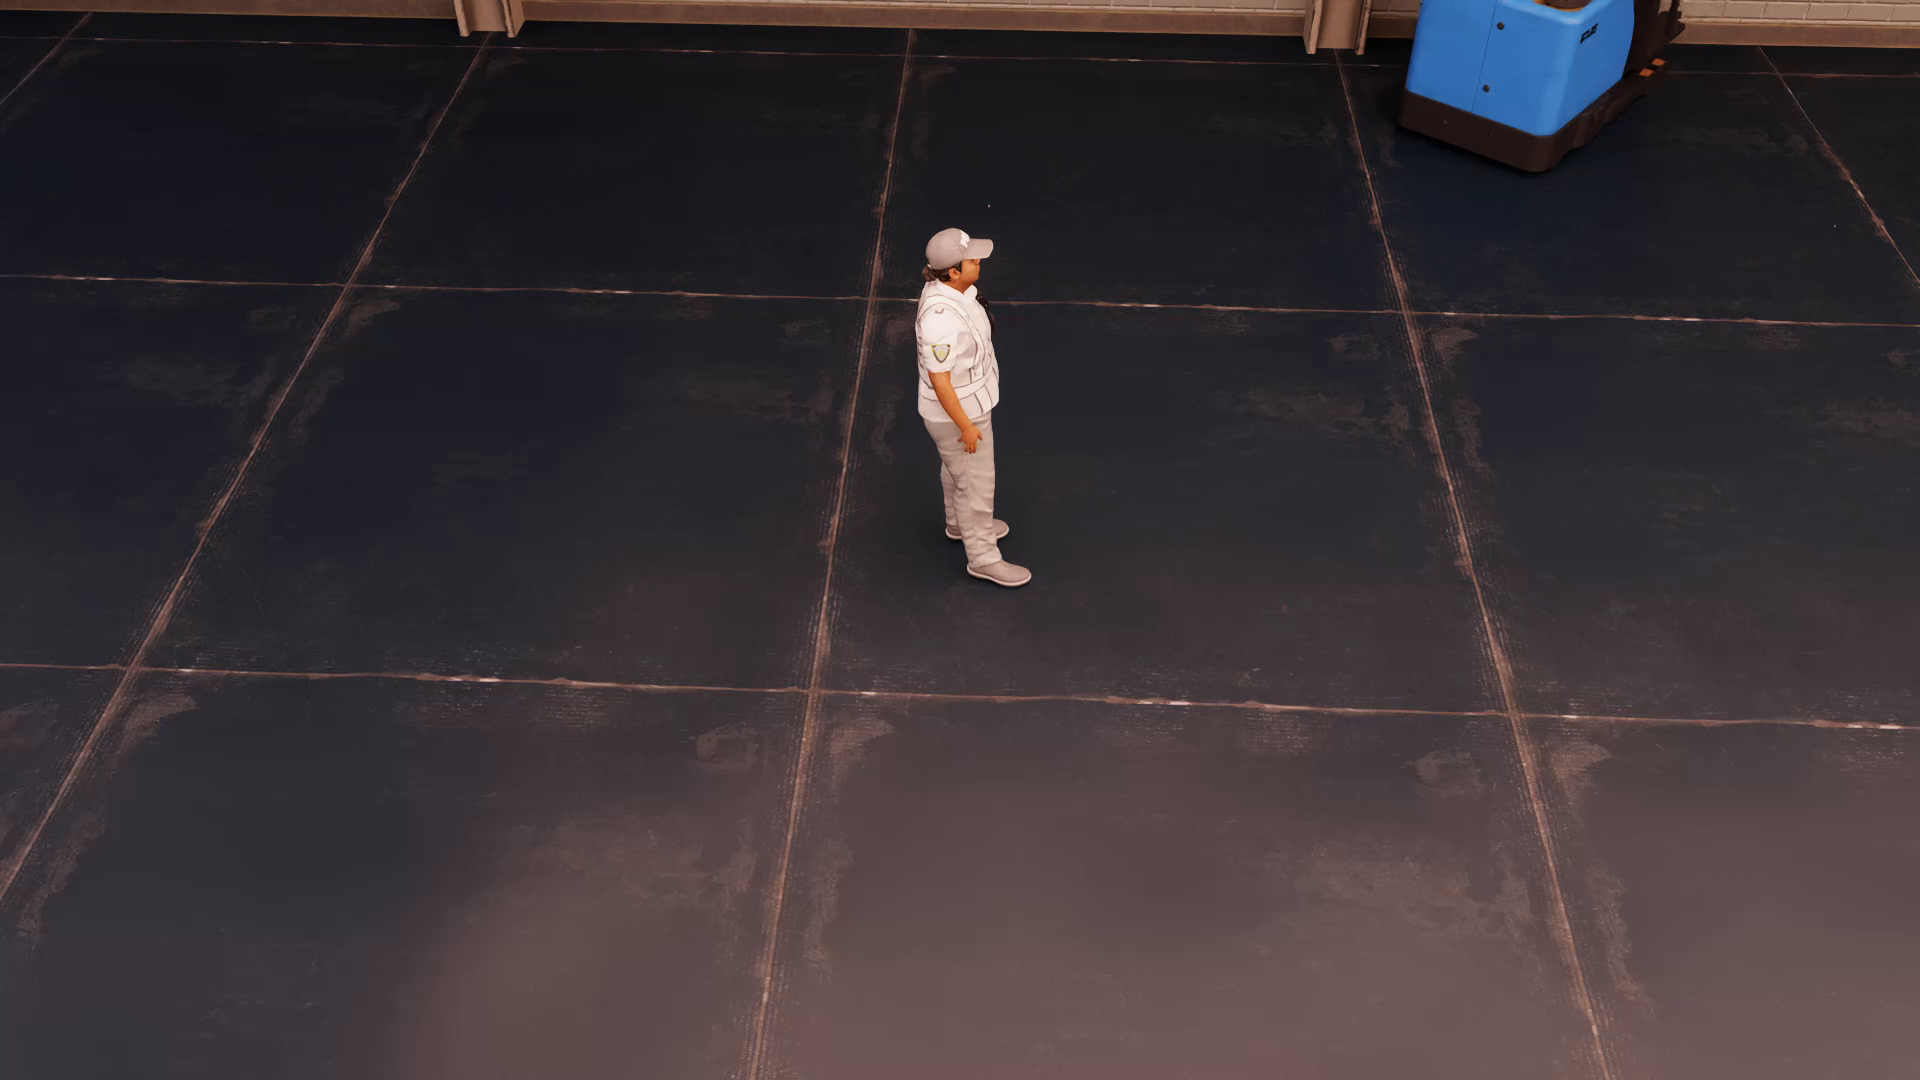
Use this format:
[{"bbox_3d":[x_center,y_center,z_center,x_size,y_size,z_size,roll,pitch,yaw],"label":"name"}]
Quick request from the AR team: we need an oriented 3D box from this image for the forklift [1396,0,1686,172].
[{"bbox_3d":[4.169,-4.283,10.434,1.130,2.935,3.031,30,50,29],"label":"forklift"}]

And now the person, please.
[{"bbox_3d":[0.075,-0.603,7.330,0.529,1.670,0.598,2,42,2],"label":"person"}]
